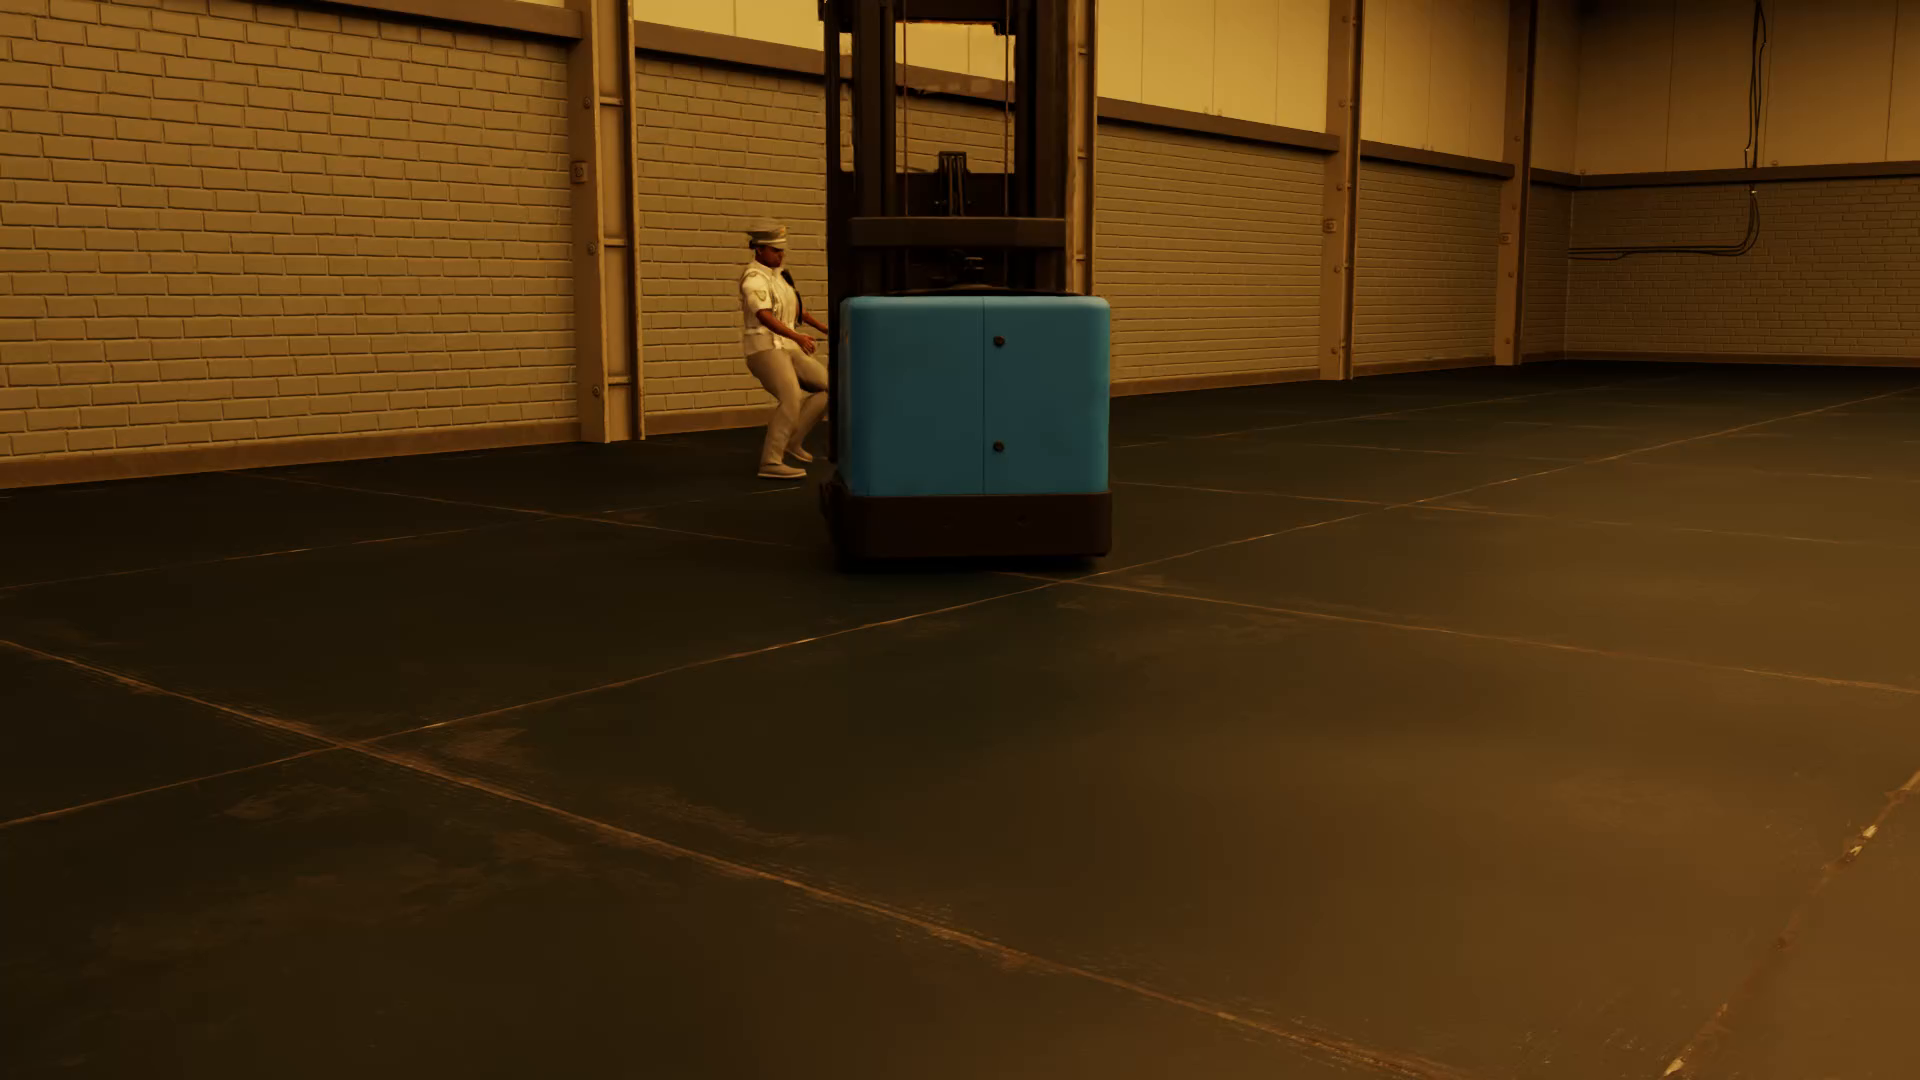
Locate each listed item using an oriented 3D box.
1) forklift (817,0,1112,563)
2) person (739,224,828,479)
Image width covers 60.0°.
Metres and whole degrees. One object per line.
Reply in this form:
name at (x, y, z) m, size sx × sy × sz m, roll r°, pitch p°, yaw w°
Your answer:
forklift at (-0.093, -1.534, 7.762) m, size 1.130 × 2.935 × 3.031 m, roll -1°, pitch 8°, yaw -7°
person at (-1.016, -1.156, 10.089) m, size 0.631 × 1.499 × 0.779 m, roll 3°, pitch 9°, yaw 19°
